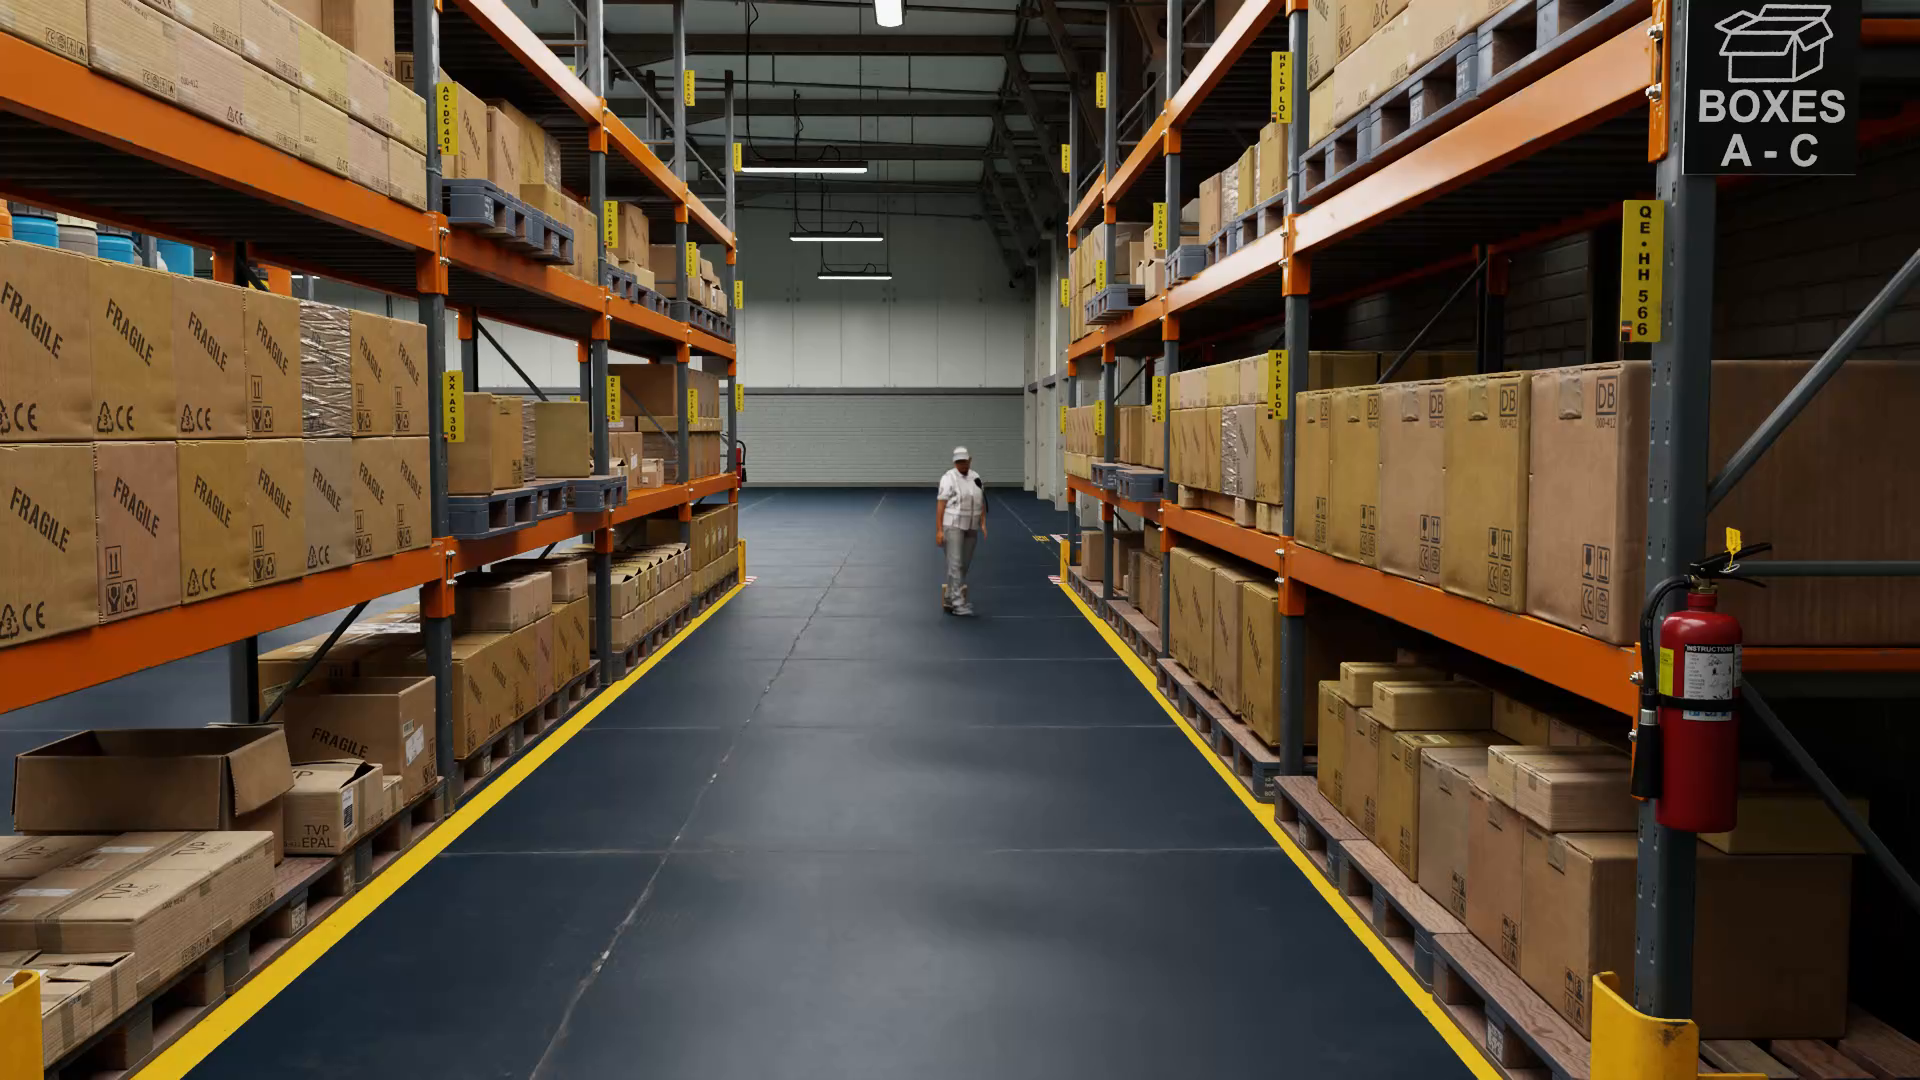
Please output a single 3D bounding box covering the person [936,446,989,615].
[{"bbox_3d":[0.015,-0.103,16.352,0.531,1.643,0.674,-3,5,-39],"label":"person"}]
